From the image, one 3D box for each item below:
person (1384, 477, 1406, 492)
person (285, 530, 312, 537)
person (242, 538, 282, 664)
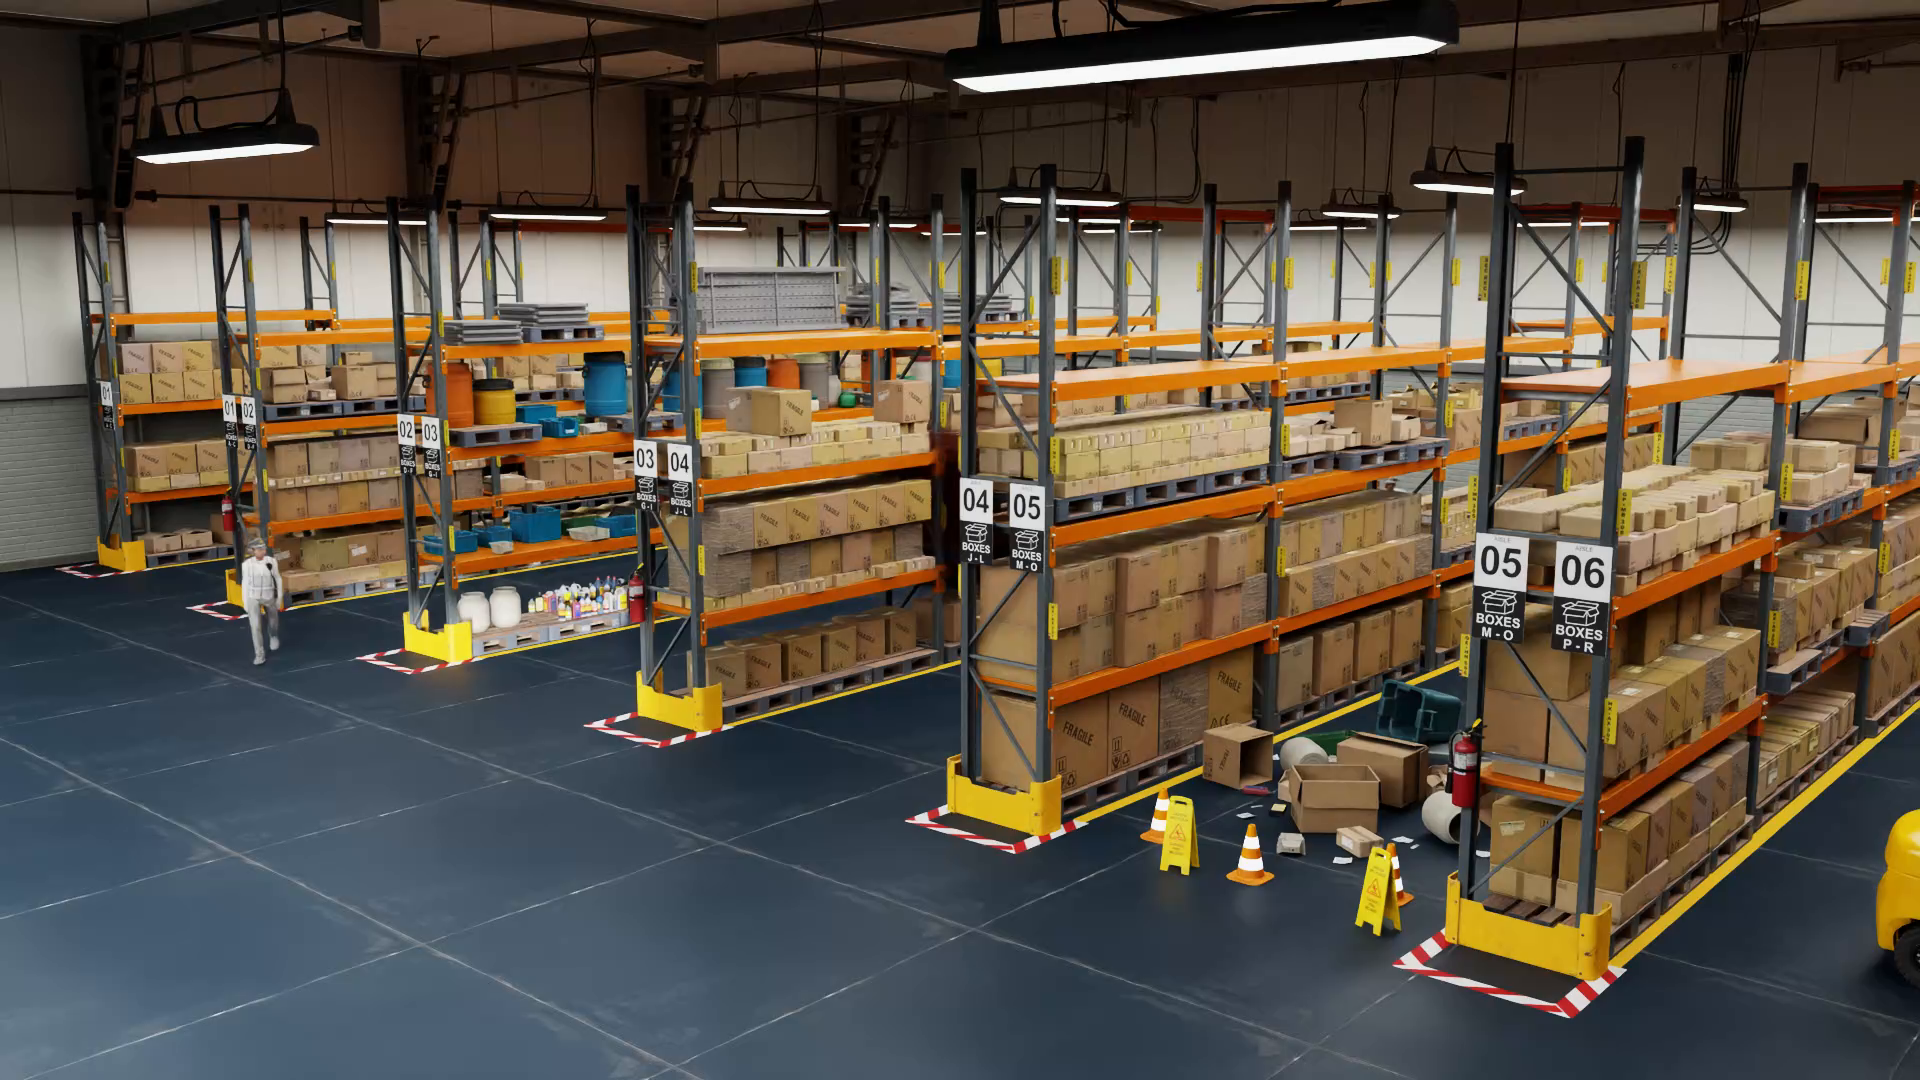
[{"bbox_3d":[7.482,-0.337,28.497,0.716,1.593,0.601,-8,12,-39],"label":"person"},{"bbox_3d":[-11.442,-0.357,28.598,0.453,1.543,0.969,3,10,16],"label":"person"},{"bbox_3d":[-9.134,0.750,21.760,0.467,1.613,0.893,-3,10,-20],"label":"person"}]
